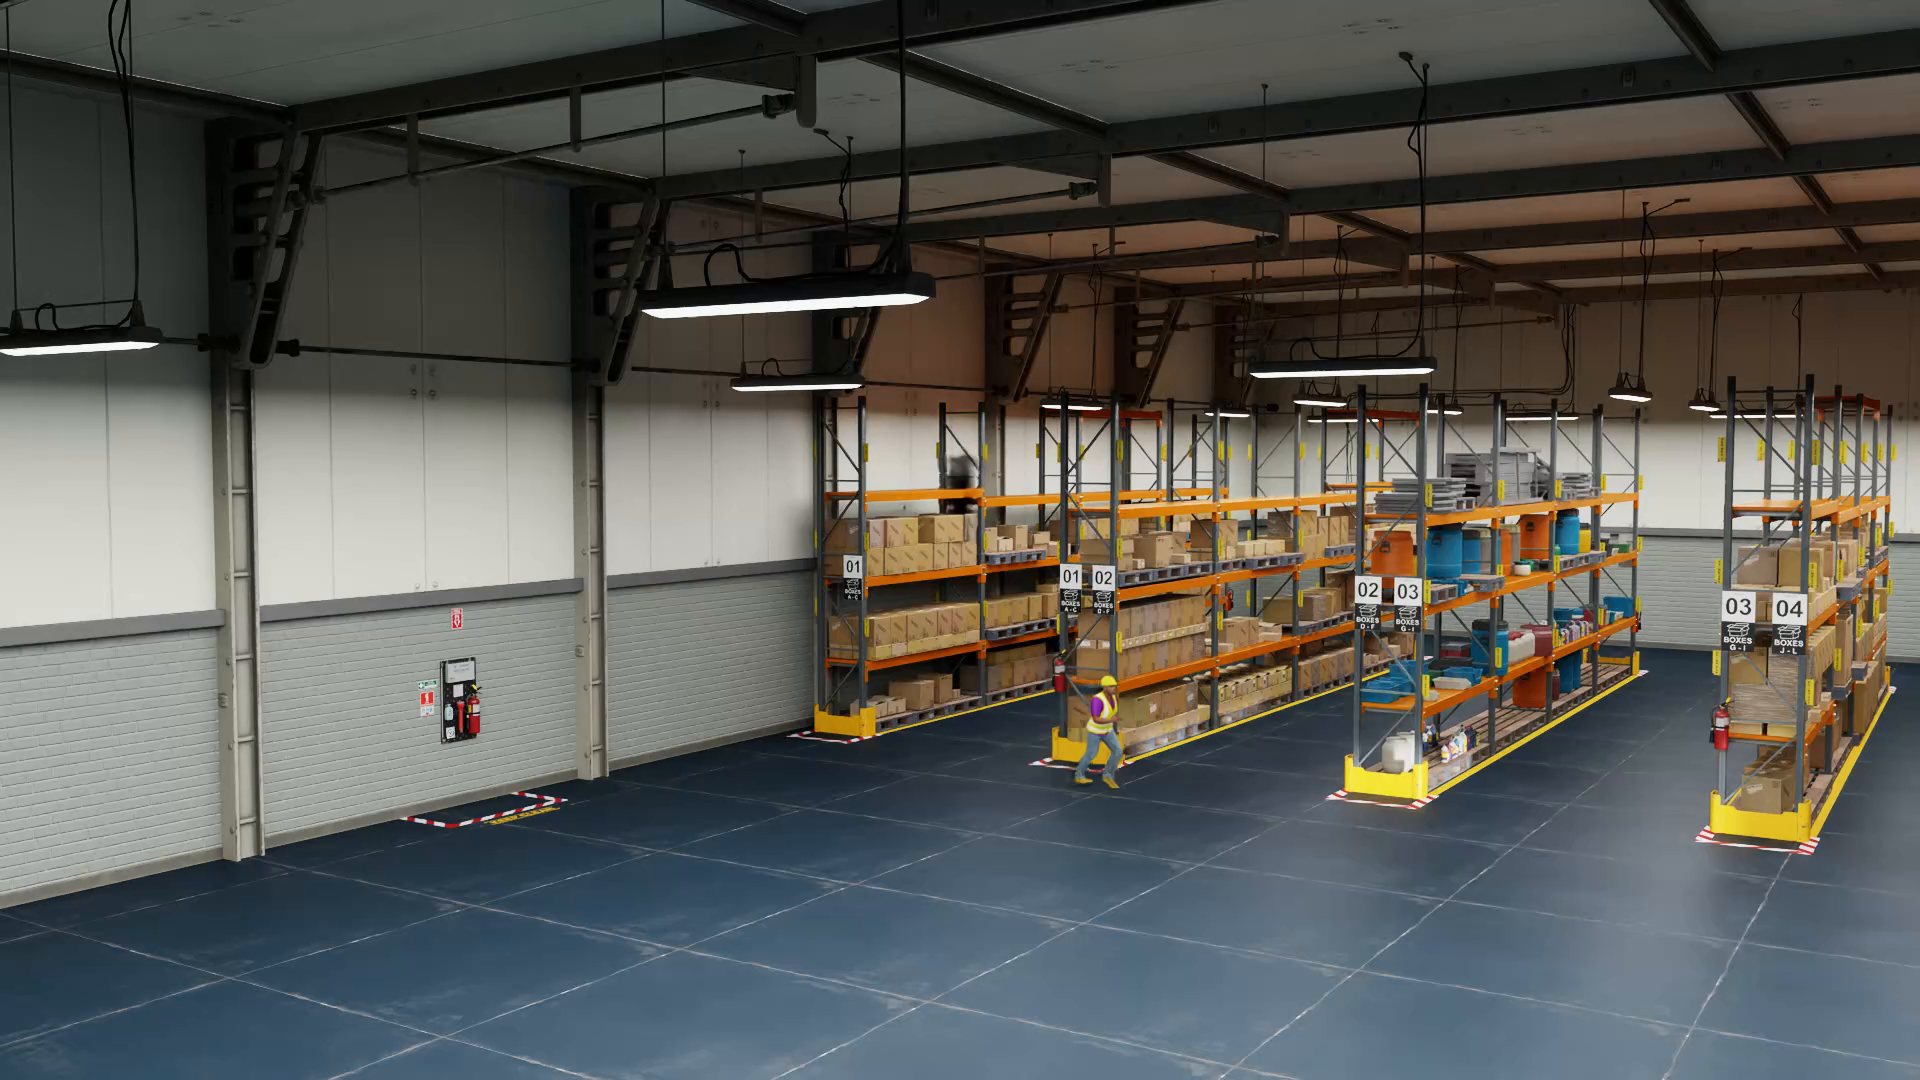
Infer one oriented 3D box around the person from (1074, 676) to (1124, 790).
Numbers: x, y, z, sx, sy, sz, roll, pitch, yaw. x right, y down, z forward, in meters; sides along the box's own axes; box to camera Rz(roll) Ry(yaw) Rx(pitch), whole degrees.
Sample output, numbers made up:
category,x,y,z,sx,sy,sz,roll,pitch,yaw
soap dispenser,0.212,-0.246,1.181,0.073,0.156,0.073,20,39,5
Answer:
category,x,y,z,sx,sy,sz,roll,pitch,yaw
person,2.114,2.862,24.690,0.715,1.734,0.983,-3,4,-43
